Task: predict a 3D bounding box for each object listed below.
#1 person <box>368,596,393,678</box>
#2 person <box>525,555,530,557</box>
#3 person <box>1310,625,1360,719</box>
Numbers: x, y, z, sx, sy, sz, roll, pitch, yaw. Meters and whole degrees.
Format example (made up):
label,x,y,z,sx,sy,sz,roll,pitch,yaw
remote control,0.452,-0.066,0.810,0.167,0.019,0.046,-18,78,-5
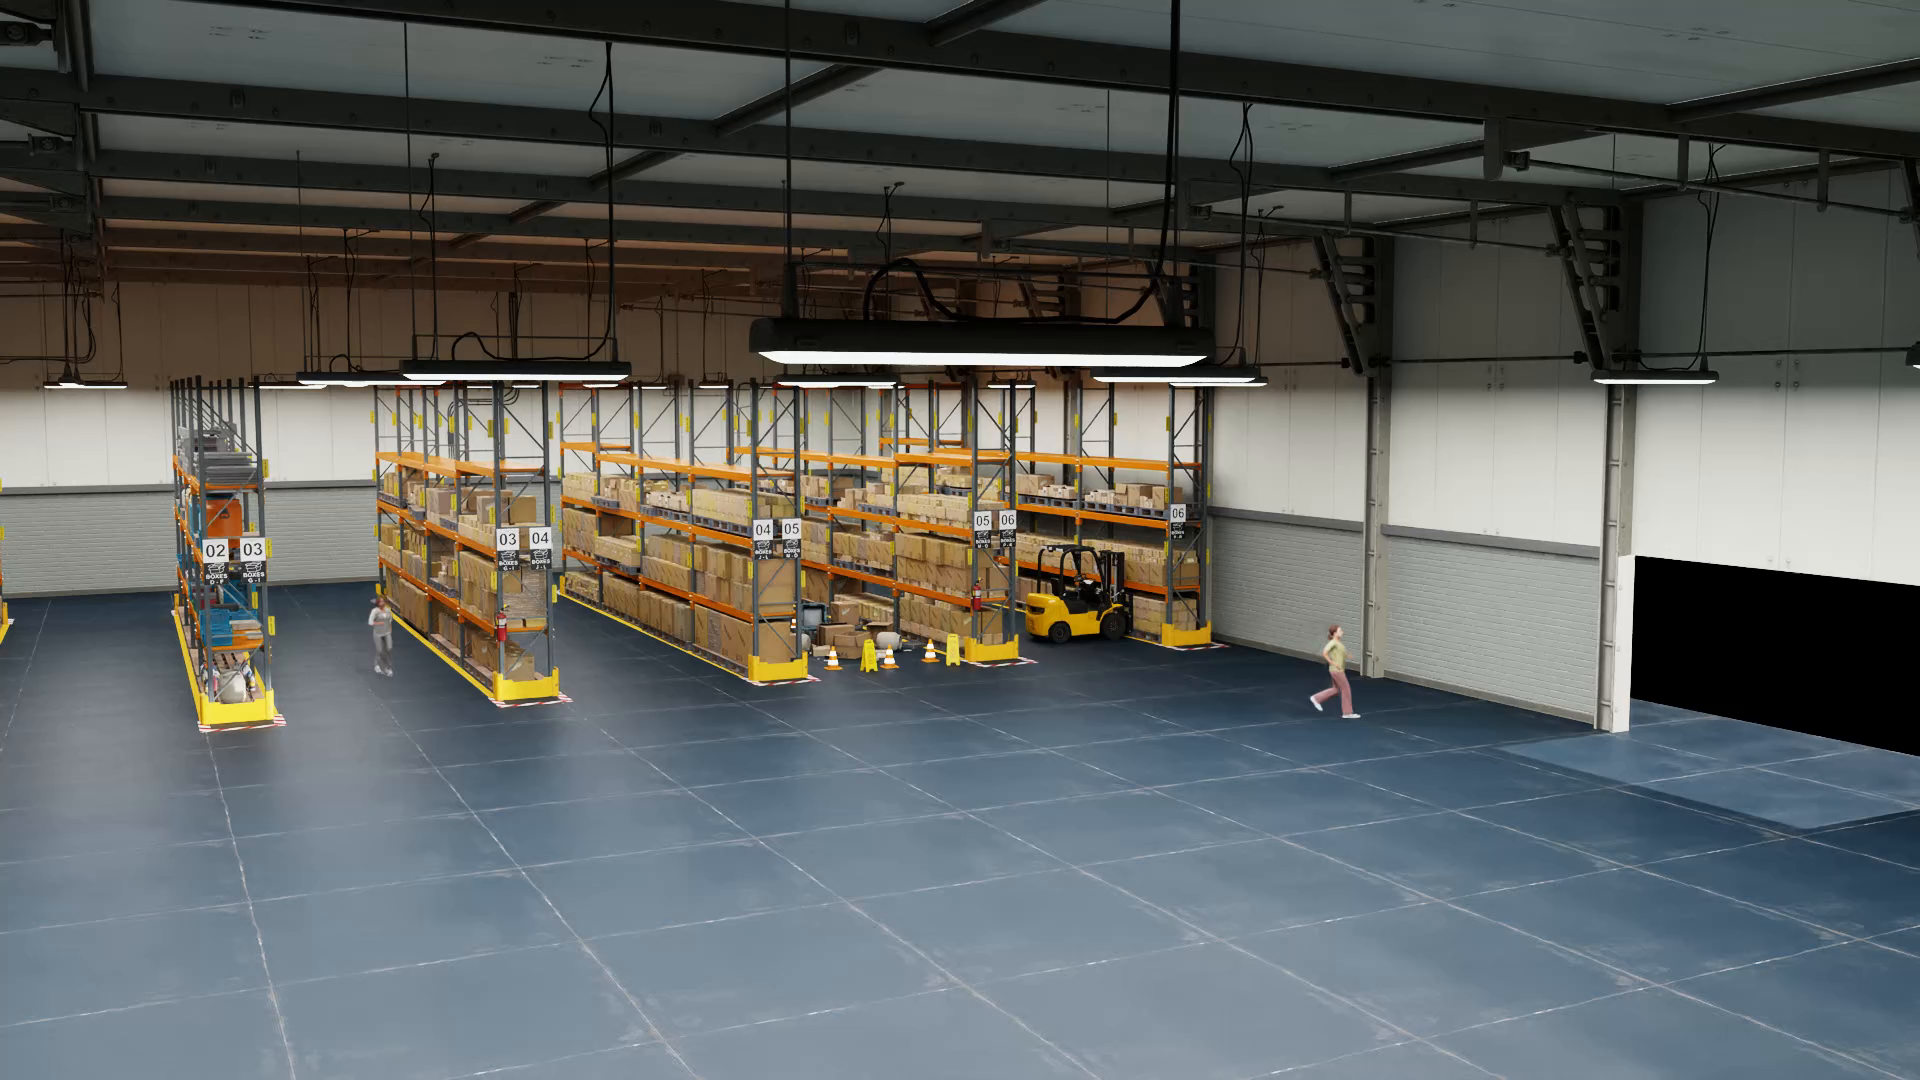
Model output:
label,x,y,z,sx,sy,sz,roll,pitch,yaw
person,-11.667,1.942,33.518,0.525,1.640,0.727,-4,6,-35
person,-11.958,0.840,45.738,0.596,1.676,0.673,-2,5,-18
person,6.590,2.299,29.191,0.896,1.643,0.588,2,5,21
